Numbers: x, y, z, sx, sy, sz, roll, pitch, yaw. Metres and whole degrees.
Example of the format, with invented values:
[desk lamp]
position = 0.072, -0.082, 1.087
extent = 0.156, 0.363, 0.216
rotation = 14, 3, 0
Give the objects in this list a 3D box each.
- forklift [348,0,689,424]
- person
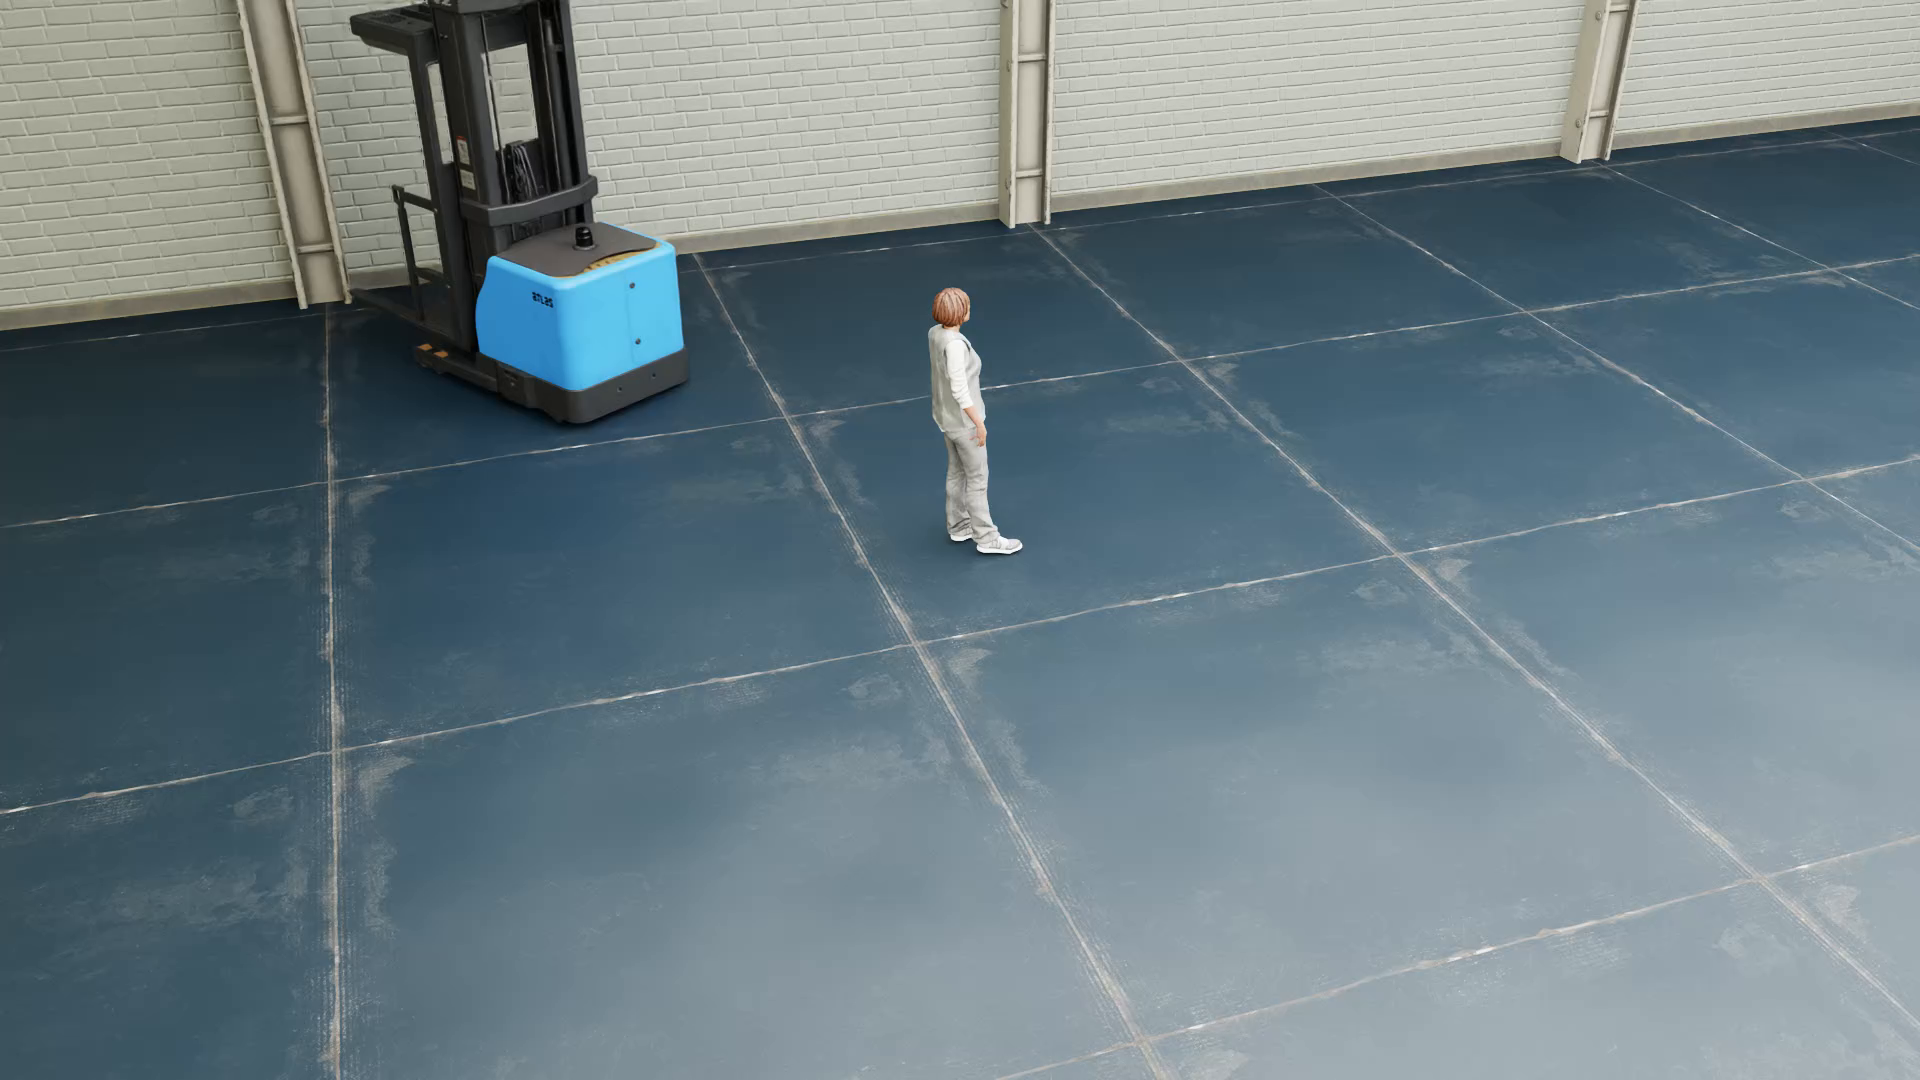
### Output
[forklift]
position = -3.395, -2.660, 11.710
extent = 3.031, 2.935, 1.130
rotation = 23, 37, 34
[person]
position = 0.075, -0.704, 9.634
extent = 0.473, 1.599, 0.521
rotation = -10, 31, -16
